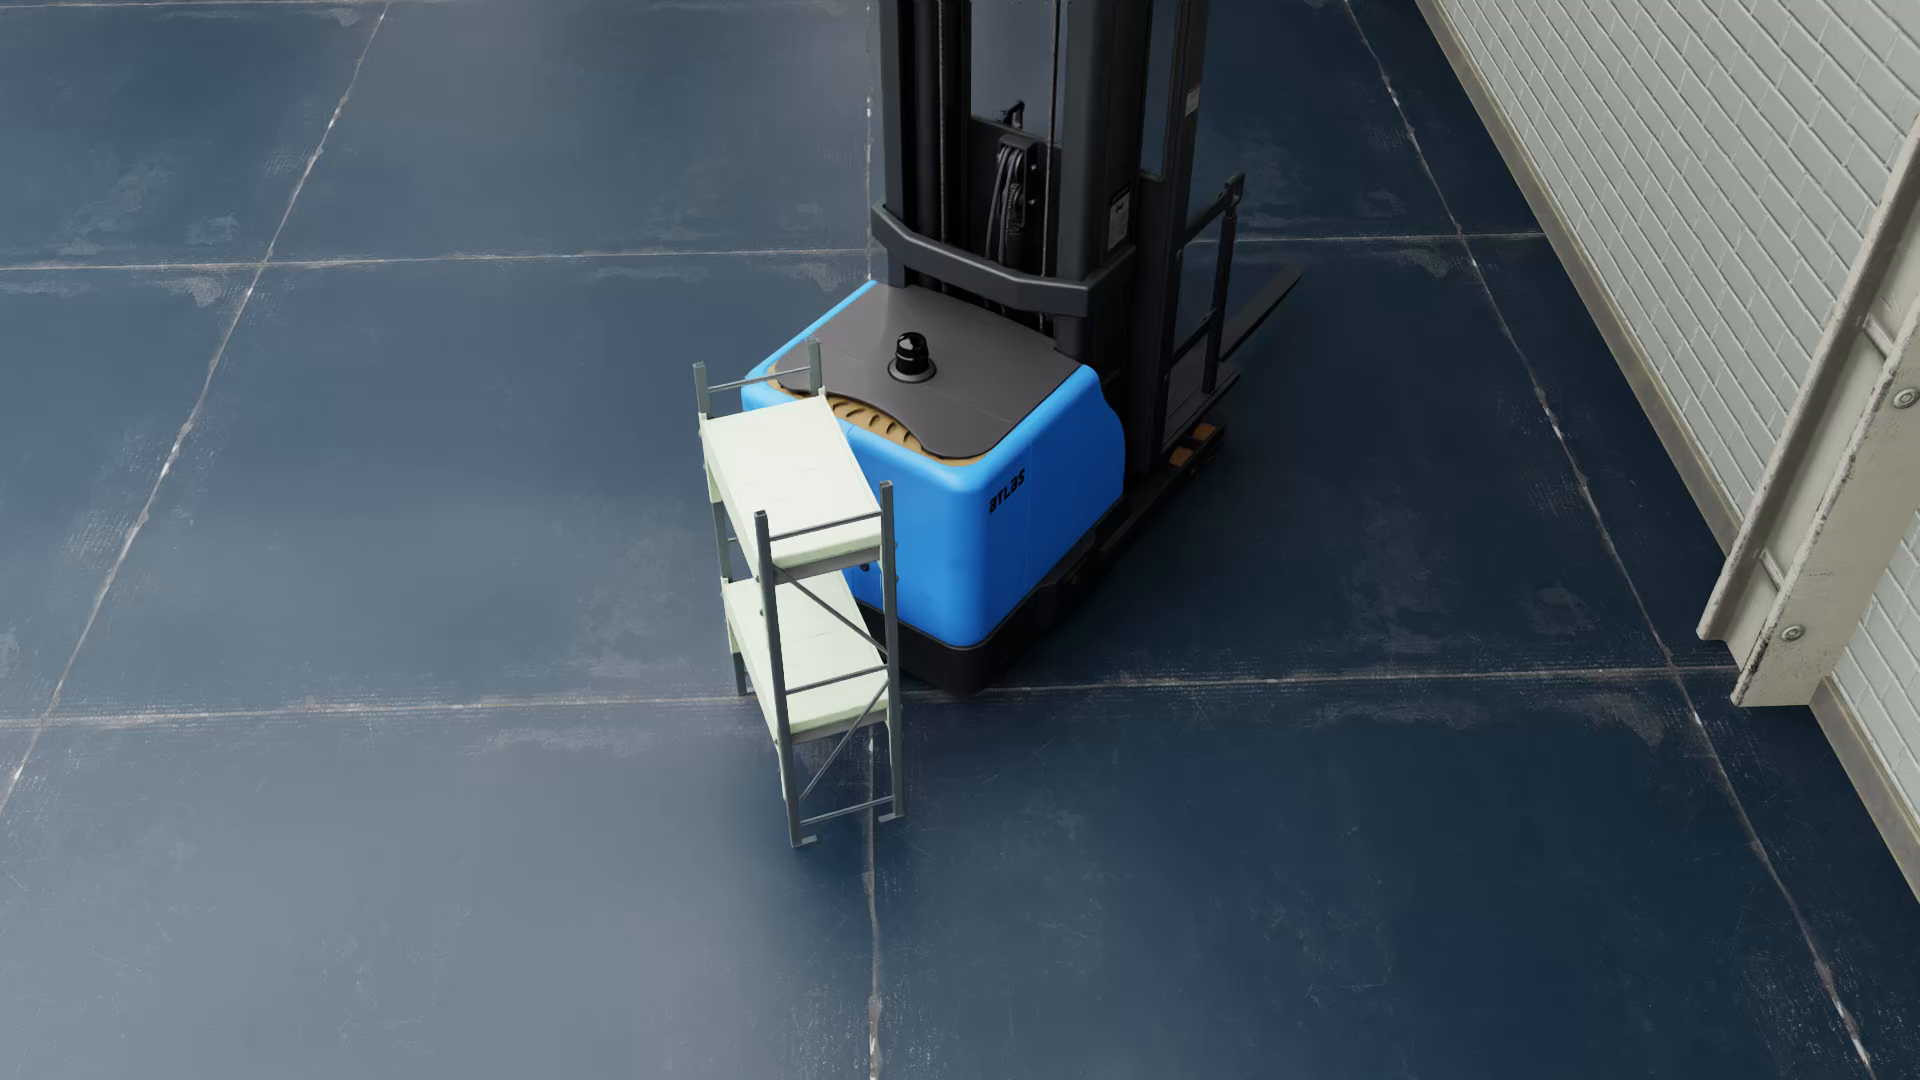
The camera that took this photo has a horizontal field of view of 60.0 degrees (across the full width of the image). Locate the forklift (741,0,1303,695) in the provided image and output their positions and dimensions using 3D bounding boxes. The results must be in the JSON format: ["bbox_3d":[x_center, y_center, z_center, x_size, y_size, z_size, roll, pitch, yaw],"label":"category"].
[{"bbox_3d":[0.472,-1.478,6.193,1.130,2.935,3.031,25,48,25],"label":"forklift"}]

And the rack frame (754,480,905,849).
[{"bbox_3d":[-0.382,0.436,5.165,0.400,1.500,0.023,-14,44,-15],"label":"rack frame"}]

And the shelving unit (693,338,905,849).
[{"bbox_3d":[-0.507,0.203,5.418,0.431,1.500,0.755,-14,44,-15],"label":"shelving unit"}]

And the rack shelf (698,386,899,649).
[{"bbox_3d":[-0.507,-0.084,5.154,0.431,0.370,0.720,-14,44,-15],"label":"rack shelf"}]

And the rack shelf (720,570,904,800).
[{"bbox_3d":[-0.507,0.444,5.638,0.431,0.370,0.720,-14,44,-15],"label":"rack shelf"}]

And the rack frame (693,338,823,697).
[{"bbox_3d":[-0.632,-0.029,5.672,0.400,1.500,0.023,-14,44,-15],"label":"rack frame"}]

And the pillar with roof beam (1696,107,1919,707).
[{"bbox_3d":[-1.318,-2.723,3.061,9.100,9.000,0.400,-2,43,-2],"label":"pillar with roof beam"}]
